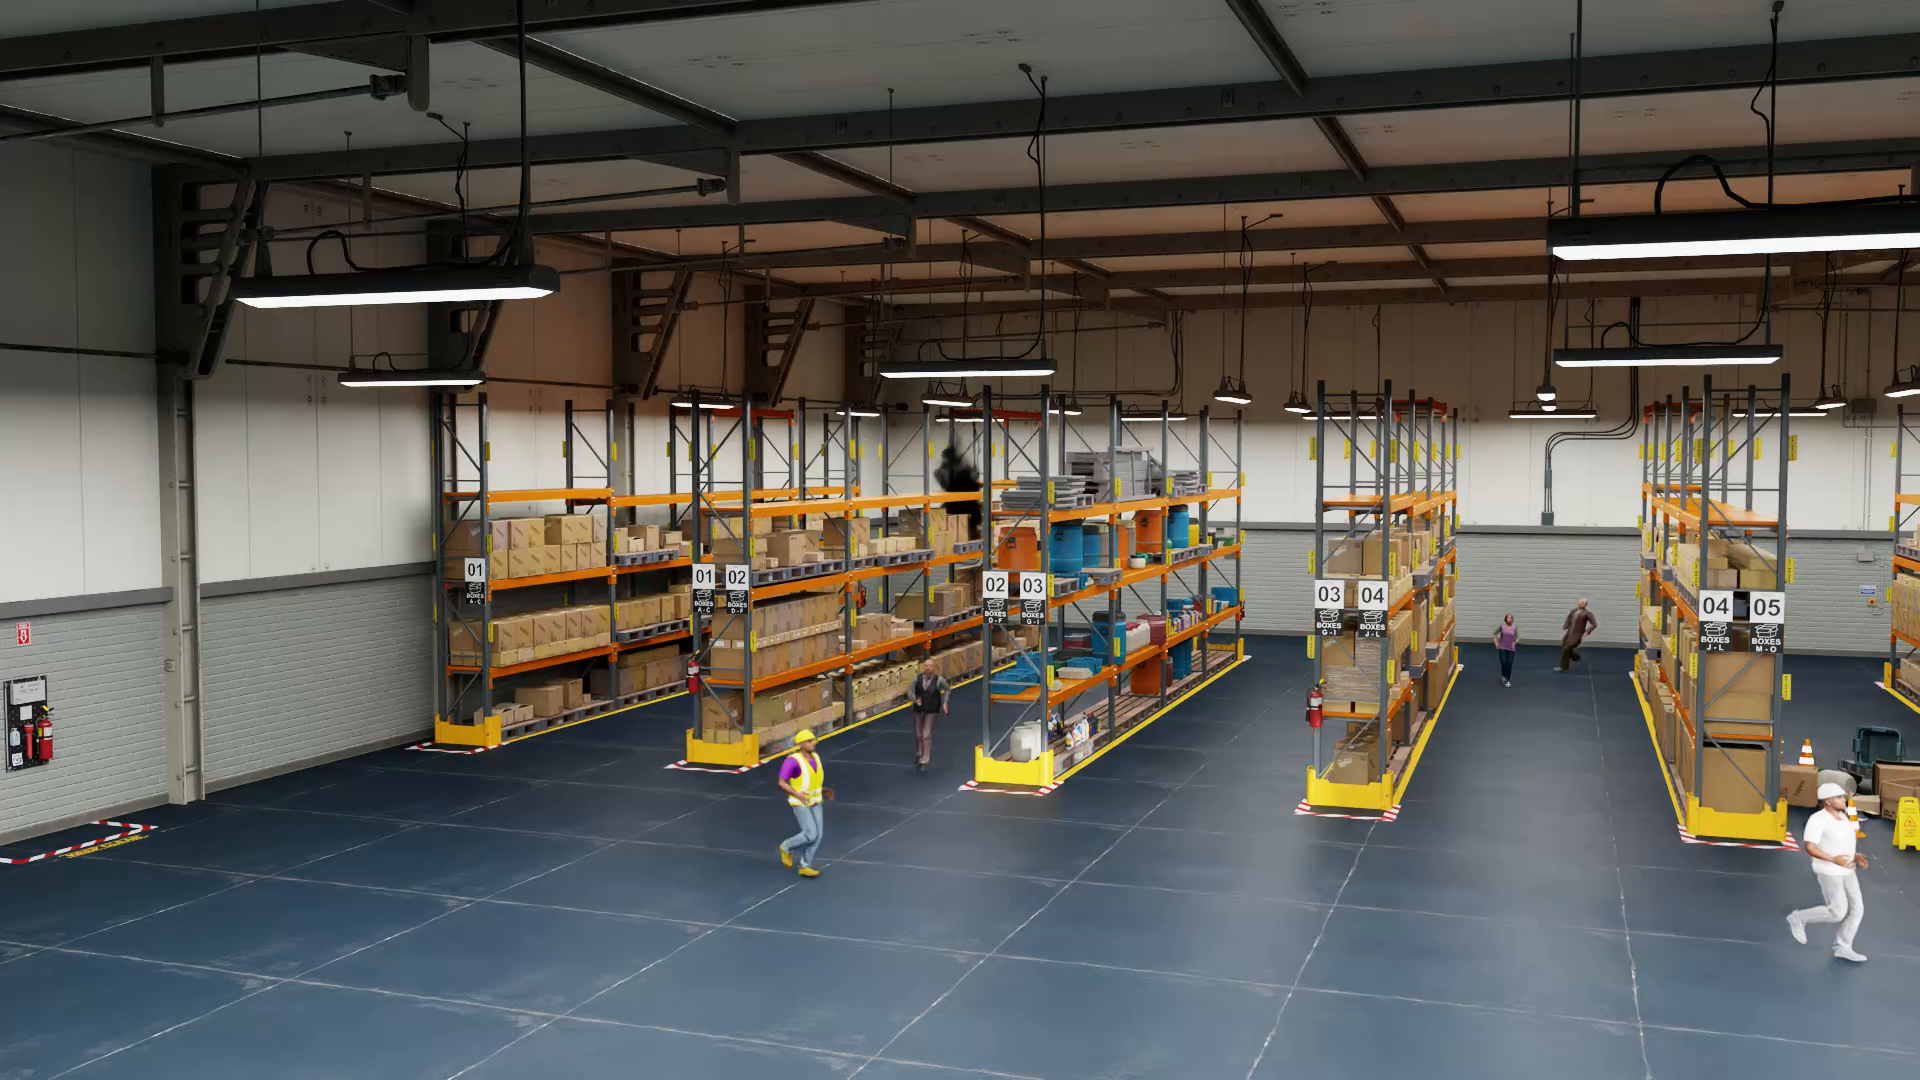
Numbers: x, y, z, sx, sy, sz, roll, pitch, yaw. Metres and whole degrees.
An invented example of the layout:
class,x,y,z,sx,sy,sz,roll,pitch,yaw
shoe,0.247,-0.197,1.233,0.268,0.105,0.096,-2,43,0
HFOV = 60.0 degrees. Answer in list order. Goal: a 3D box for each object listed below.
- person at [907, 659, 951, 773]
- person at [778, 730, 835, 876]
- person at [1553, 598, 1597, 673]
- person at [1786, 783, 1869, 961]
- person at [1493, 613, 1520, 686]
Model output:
class,x,y,z,sx,sy,sz,roll,pitch,yaw
person,-0.504,2.767,26.212,0.675,1.791,0.722,1,3,14
person,-1.833,3.095,19.615,0.577,1.726,0.678,2,4,36
person,13.850,2.155,37.479,0.806,1.694,0.780,-1,3,-18
person,8.624,3.262,16.469,0.707,1.724,0.730,-2,4,-35
person,11.623,2.339,35.341,0.549,1.553,0.582,1,3,11
